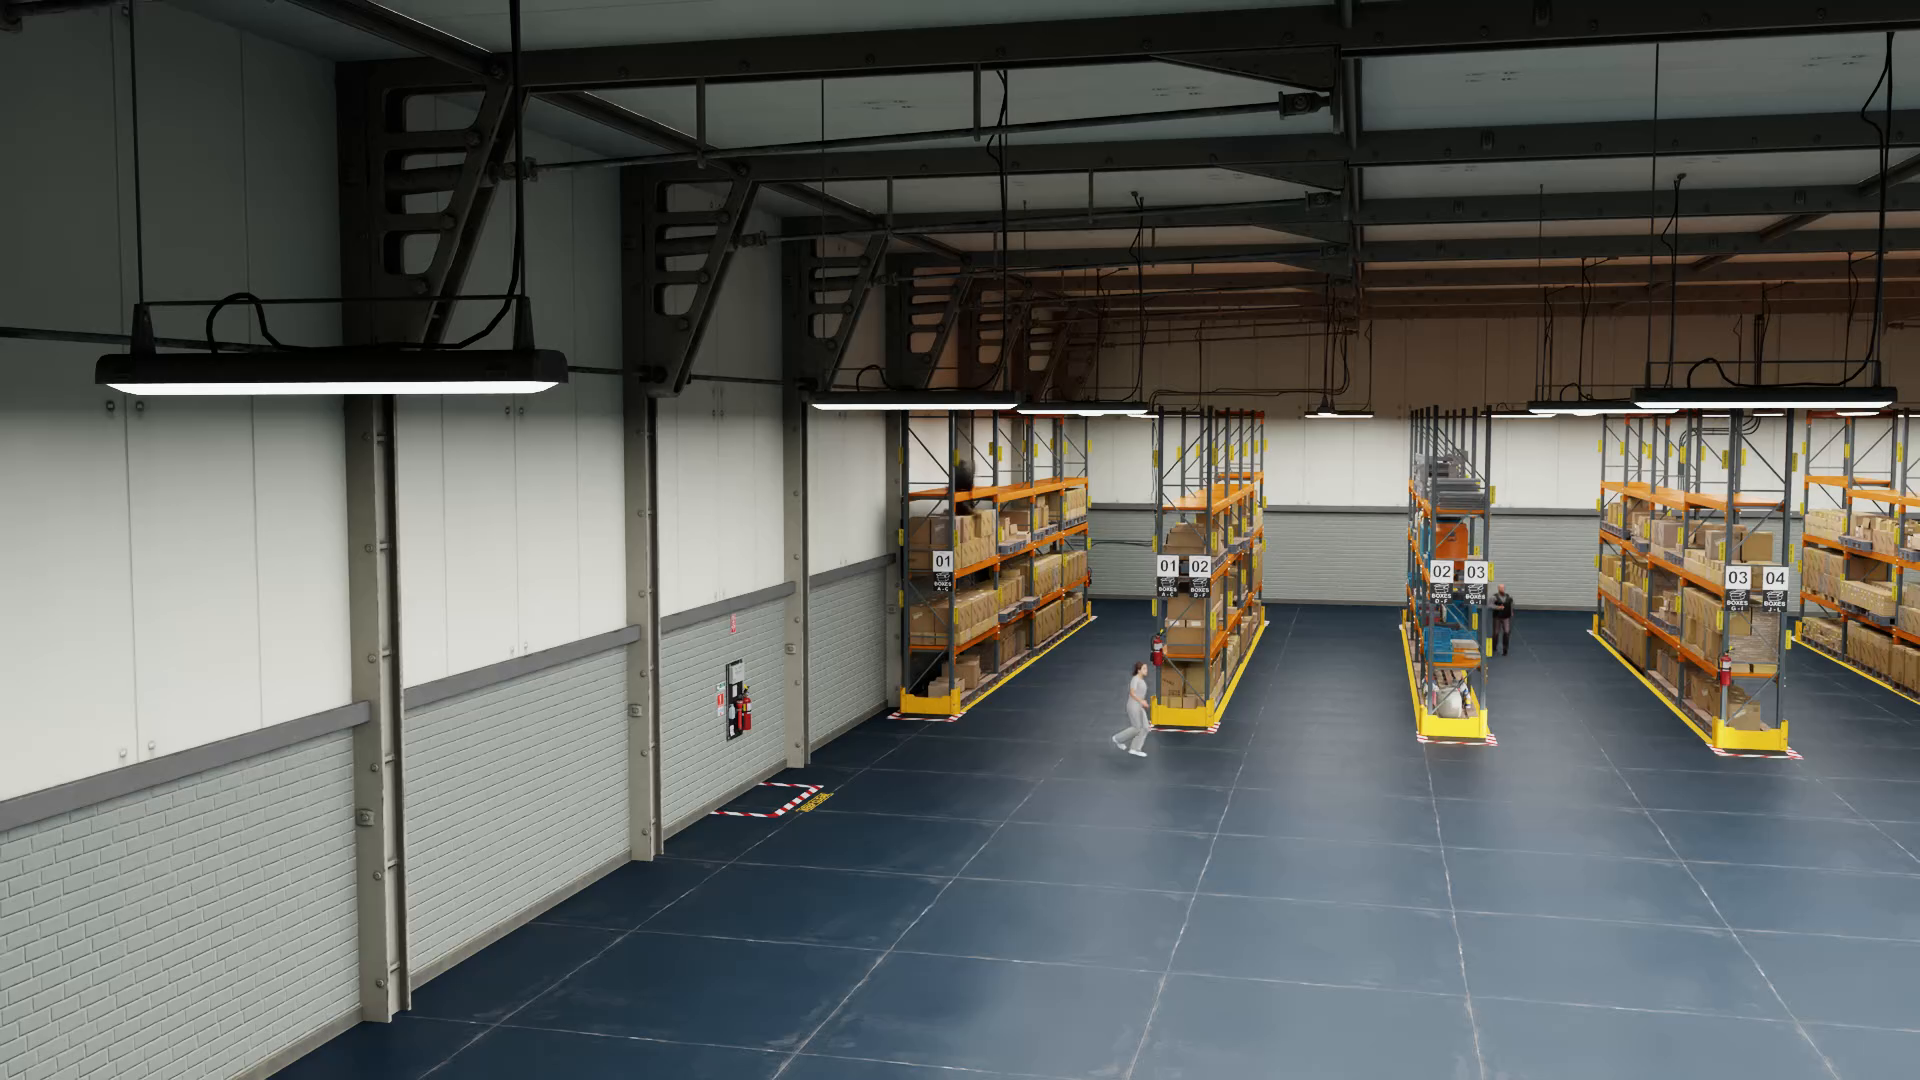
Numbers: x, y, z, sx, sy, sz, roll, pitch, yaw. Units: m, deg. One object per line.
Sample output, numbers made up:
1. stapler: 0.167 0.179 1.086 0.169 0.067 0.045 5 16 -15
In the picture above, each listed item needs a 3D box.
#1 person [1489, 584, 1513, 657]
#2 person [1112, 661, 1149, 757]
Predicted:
1. person: 13.218 1.950 40.619 0.639 1.782 0.849 0 4 5
2. person: 2.925 2.878 28.493 0.663 1.628 0.551 2 5 28
